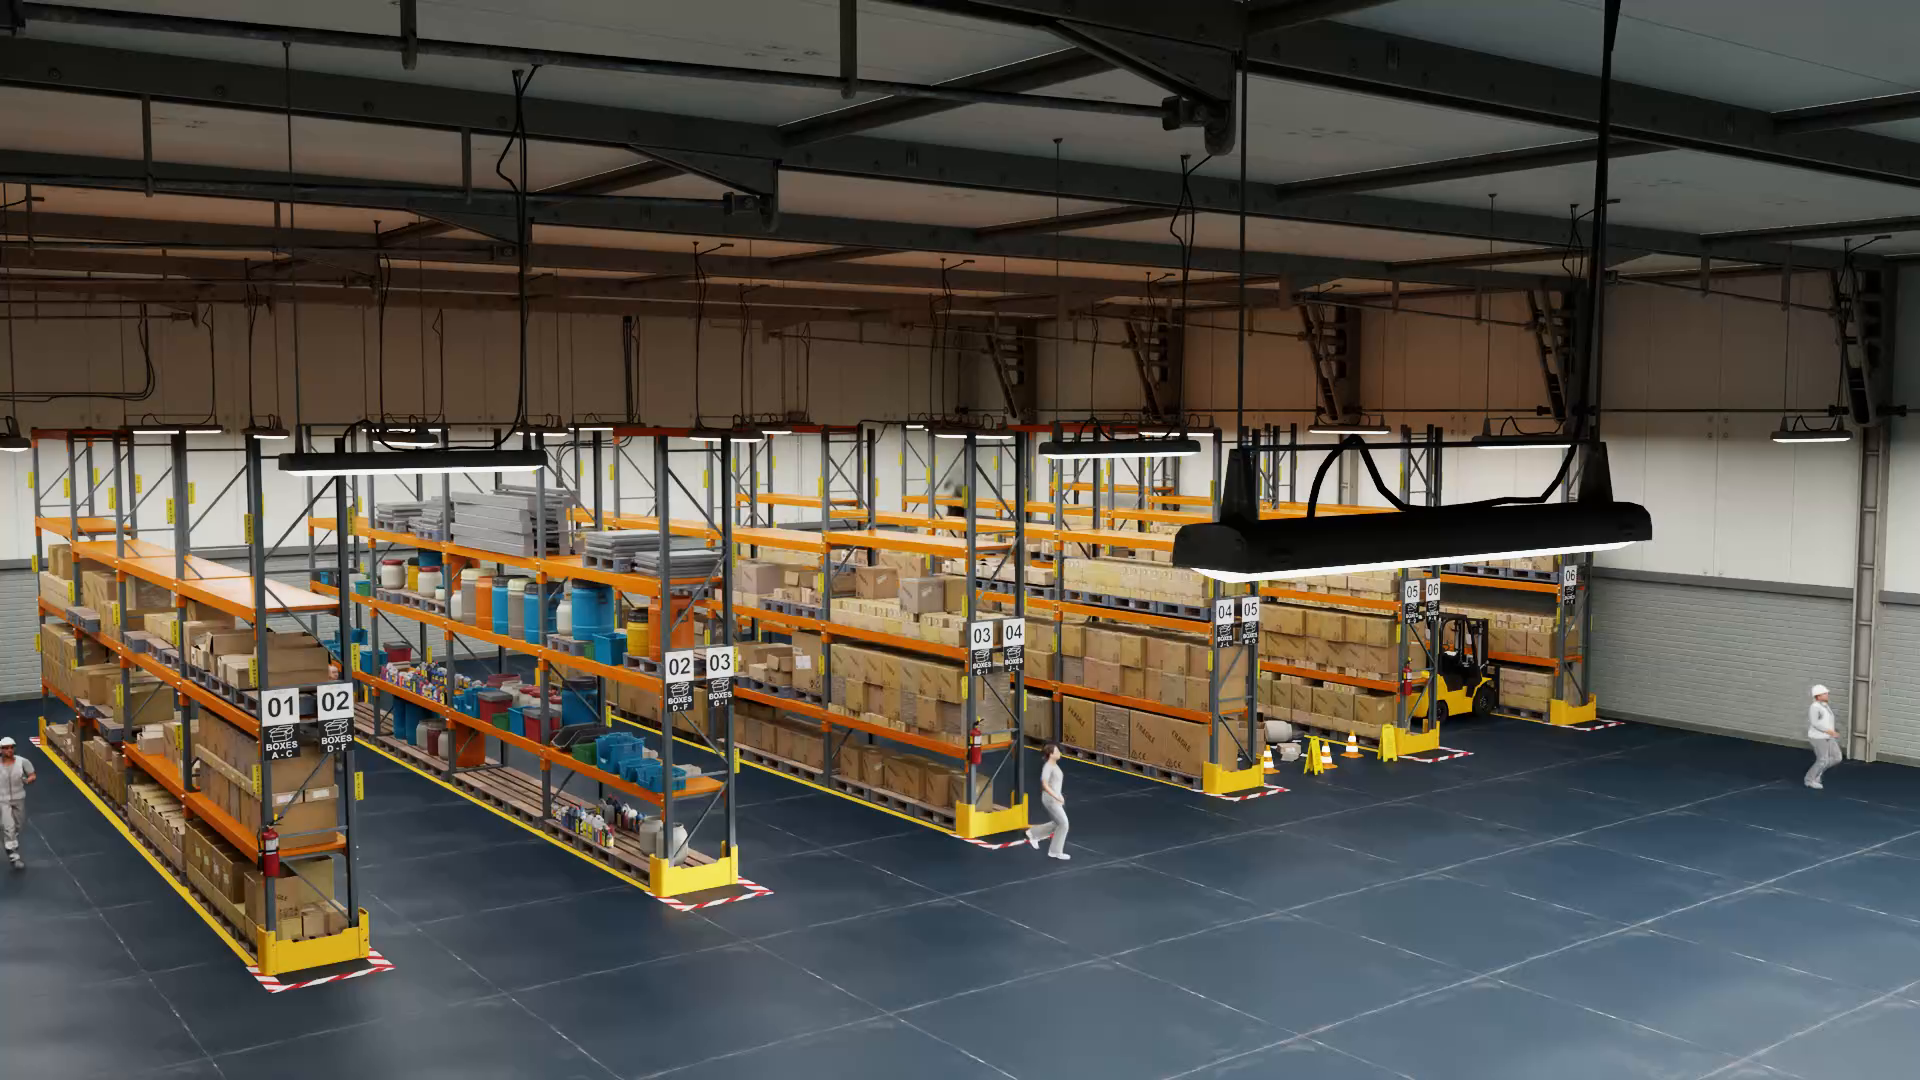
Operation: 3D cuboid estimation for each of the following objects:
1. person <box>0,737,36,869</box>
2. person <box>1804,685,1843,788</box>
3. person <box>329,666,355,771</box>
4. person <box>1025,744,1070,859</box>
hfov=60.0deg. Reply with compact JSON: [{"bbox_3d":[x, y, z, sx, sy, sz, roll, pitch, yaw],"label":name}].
[{"bbox_3d":[-13.162,3.599,23.024,0.661,1.770,0.993,-4,6,-44],"label":"person"},{"bbox_3d":[14.437,3.283,27.795,0.552,1.731,0.672,4,6,43],"label":"person"},{"bbox_3d":[-11.018,3.112,29.333,0.697,1.782,0.999,-4,6,-41],"label":"person"},{"bbox_3d":[1.238,3.683,23.510,0.640,1.635,0.591,1,5,10],"label":"person"}]
